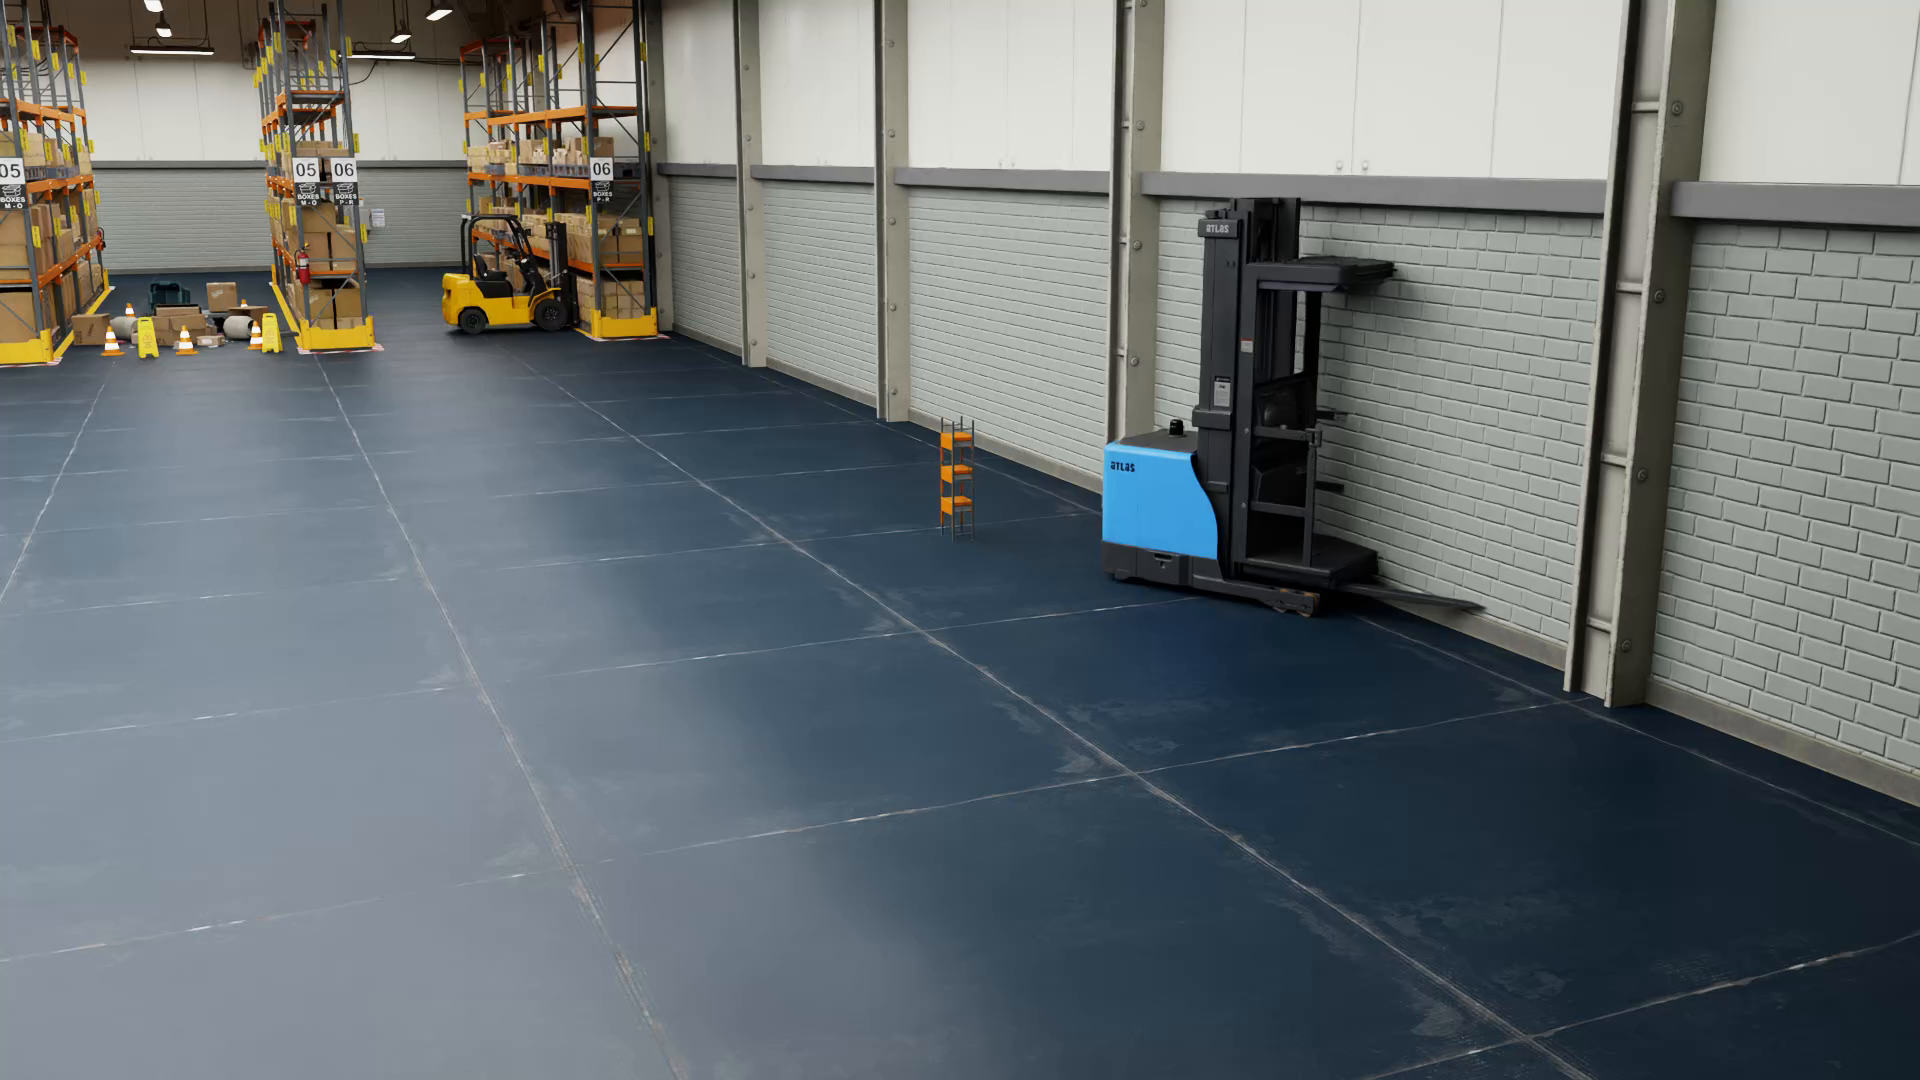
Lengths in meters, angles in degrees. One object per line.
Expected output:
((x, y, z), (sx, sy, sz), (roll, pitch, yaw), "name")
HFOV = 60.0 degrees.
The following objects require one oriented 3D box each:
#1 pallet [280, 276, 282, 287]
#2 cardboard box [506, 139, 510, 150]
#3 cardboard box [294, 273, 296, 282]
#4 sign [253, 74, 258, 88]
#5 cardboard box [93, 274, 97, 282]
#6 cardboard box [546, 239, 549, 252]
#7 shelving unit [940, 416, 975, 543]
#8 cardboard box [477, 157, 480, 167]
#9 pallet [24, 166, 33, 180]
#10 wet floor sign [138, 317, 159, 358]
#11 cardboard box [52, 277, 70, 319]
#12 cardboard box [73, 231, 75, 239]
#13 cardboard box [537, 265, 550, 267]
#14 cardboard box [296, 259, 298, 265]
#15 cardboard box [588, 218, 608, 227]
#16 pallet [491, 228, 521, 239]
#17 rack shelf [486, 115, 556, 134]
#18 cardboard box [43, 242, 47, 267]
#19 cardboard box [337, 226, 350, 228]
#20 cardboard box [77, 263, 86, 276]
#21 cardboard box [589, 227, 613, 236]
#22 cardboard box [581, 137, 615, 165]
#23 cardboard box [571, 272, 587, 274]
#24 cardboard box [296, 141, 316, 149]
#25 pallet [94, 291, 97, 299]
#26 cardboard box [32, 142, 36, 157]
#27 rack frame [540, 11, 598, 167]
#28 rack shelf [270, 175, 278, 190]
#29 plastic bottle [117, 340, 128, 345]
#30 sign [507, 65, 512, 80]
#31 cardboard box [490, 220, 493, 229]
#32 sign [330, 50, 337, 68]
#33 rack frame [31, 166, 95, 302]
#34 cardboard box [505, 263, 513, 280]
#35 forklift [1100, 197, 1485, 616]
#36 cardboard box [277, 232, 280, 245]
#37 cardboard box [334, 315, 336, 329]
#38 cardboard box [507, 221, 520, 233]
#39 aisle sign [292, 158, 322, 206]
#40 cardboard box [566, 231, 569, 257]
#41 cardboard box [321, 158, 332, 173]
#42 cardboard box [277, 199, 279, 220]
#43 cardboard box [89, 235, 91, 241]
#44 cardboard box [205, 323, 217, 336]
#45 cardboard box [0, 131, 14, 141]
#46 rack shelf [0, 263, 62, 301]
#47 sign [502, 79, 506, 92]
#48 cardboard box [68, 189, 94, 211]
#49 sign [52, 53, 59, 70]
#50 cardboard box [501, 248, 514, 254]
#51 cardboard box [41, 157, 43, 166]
((-16.751, -6.578, 42.325), (1.003, 0.211, 1.213), (-6, 14, -23), "pallet")
((-10.809, -9.600, 40.368), (0.396, 0.266, 0.258), (-6, 14, -24), "cardboard box")
((-12.145, -4.879, 30.861), (0.380, 0.149, 0.250), (-5, 14, -21), "cardboard box")
((-17.654, -11.501, 41.683), (0.100, 0.325, 0.005), (-6, 14, -23), "sign")
((-20.439, -6.129, 38.931), (0.380, 0.149, 0.250), (-6, 14, -23), "cardboard box")
((-8.231, -6.072, 34.287), (0.500, 0.250, 0.500), (-5, 14, -22), "cardboard box")
((-0.021, -0.523, 14.299), (0.215, 1.050, 0.252), (-6, 14, -23), "shelving unit")
((-12.025, -9.646, 42.416), (0.500, 0.250, 0.500), (-6, 14, -24), "cardboard box")
((-15.536, -5.892, 26.719), (1.003, 0.211, 1.213), (-6, 14, -23), "pallet")
((-13.403, -3.347, 27.401), (0.267, 0.644, 0.232), (-9, 16, -33), "wet floor sign")
((-17.545, -4.576, 31.547), (1.050, 0.750, 0.750), (-6, 14, -23), "cardboard box")
((-19.064, -6.495, 35.405), (0.380, 0.149, 0.250), (-6, 14, -25), "cardboard box")
((-9.155, -5.809, 37.151), (0.875, 0.625, 0.625), (-5, 14, -21), "cardboard box")
((-11.497, -4.873, 29.328), (0.380, 0.149, 0.250), (-5, 14, -22), "cardboard box")
((-6.651, -5.851, 30.679), (0.380, 0.149, 0.250), (-6, 14, -23), "cardboard box")
((-10.774, -7.449, 40.329), (1.003, 0.211, 1.213), (-6, 14, -23), "pallet")
((-10.193, -9.682, 38.728), (1.077, 0.370, 4.000), (-6, 14, -23), "rack shelf")
((-16.019, -4.811, 28.174), (0.875, 0.550, 0.500), (-6, 14, -23), "cardboard box")
((-11.506, -5.528, 30.719), (0.500, 0.500, 0.500), (-5, 14, -21), "cardboard box")
((-19.088, -5.806, 35.754), (0.500, 0.250, 0.500), (-6, 14, -25), "cardboard box")
((-6.583, -5.650, 30.467), (0.380, 0.149, 0.250), (-5, 14, -22), "cardboard box")
((-6.588, -7.071, 30.243), (0.500, 0.500, 0.500), (-5, 14, -21), "cardboard box")
((-7.688, -5.182, 33.057), (0.500, 0.250, 0.500), (-6, 14, -23), "cardboard box")
((-12.685, -7.560, 32.024), (0.500, 0.250, 0.500), (-5, 14, -22), "cardboard box")
((-20.337, -5.578, 38.001), (1.003, 0.211, 1.213), (-6, 14, -23), "pallet")
((-15.795, -6.543, 27.857), (0.500, 0.250, 0.500), (-6, 14, -23), "cardboard box")
((-7.790, -8.988, 33.246), (1.000, 3.000, 0.127), (-6, 14, -23), "rack frame")
((-14.740, -7.966, 37.080), (1.077, 0.370, 4.000), (-6, 14, -23), "rack shelf")
((-14.806, -3.473, 29.239), (0.283, 0.061, 0.133), (-12, 18, -42), "plastic bottle")
((-9.885, -10.257, 36.482), (0.100, 0.325, 0.005), (-6, 14, -23), "sign")
((-11.422, -7.873, 41.406), (0.500, 0.250, 0.500), (-5, 14, -22), "cardboard box")
((-11.832, -9.077, 31.386), (0.100, 0.325, 0.005), (-6, 14, -23), "sign")
((-20.036, -6.801, 37.101), (1.000, 3.000, 0.127), (-6, 14, -23), "rack frame")
((-10.589, -6.372, 39.860), (0.500, 0.500, 0.500), (-6, 14, -25), "cardboard box")
((2.580, -1.012, 12.241), (3.031, 2.935, 1.130), (10, 16, 36), "forklift")
((-15.015, -6.763, 37.269), (0.500, 0.250, 0.500), (-6, 14, -24), "cardboard box")
((-11.001, -3.952, 29.960), (0.500, 0.250, 0.500), (-5, 14, -21), "cardboard box")
((-10.111, -7.212, 38.278), (0.500, 0.250, 0.500), (-6, 14, -26), "cardboard box")
((-10.975, -6.017, 27.949), (0.394, 0.787, 0.004), (-6, 14, -23), "aisle sign")
((-7.424, -5.788, 32.503), (0.500, 0.500, 0.500), (-6, 14, -24), "cardboard box")
((-10.691, -6.451, 28.609), (0.500, 0.250, 0.500), (-6, 14, -24), "cardboard box")
((-14.598, -7.166, 36.242), (0.500, 0.500, 0.500), (-5, 14, -22), "cardboard box")
((-20.321, -6.978, 38.424), (0.380, 0.149, 0.250), (-5, 14, -22), "cardboard box")
((-13.977, -3.922, 30.725), (0.396, 0.266, 0.258), (6, 14, 26), "cardboard box")
((-15.071, -6.400, 26.353), (0.380, 0.149, 0.250), (-5, 14, -22), "cardboard box")
((-16.030, -4.384, 28.255), (1.077, 0.370, 4.000), (-6, 14, -23), "rack shelf")
((-12.080, -12.045, 44.033), (0.100, 0.325, 0.005), (-6, 14, -23), "sign")
((-20.808, -8.024, 39.290), (0.500, 0.500, 0.500), (-5, 14, -20), "cardboard box")
((-17.927, -9.480, 32.950), (0.100, 0.325, 0.005), (-6, 14, -23), "sign")
((-11.039, -7.073, 40.791), (0.380, 0.149, 0.250), (-6, 14, -24), "cardboard box")
((-16.186, -6.588, 28.936), (0.380, 0.149, 0.250), (-5, 14, -22), "cardboard box")
